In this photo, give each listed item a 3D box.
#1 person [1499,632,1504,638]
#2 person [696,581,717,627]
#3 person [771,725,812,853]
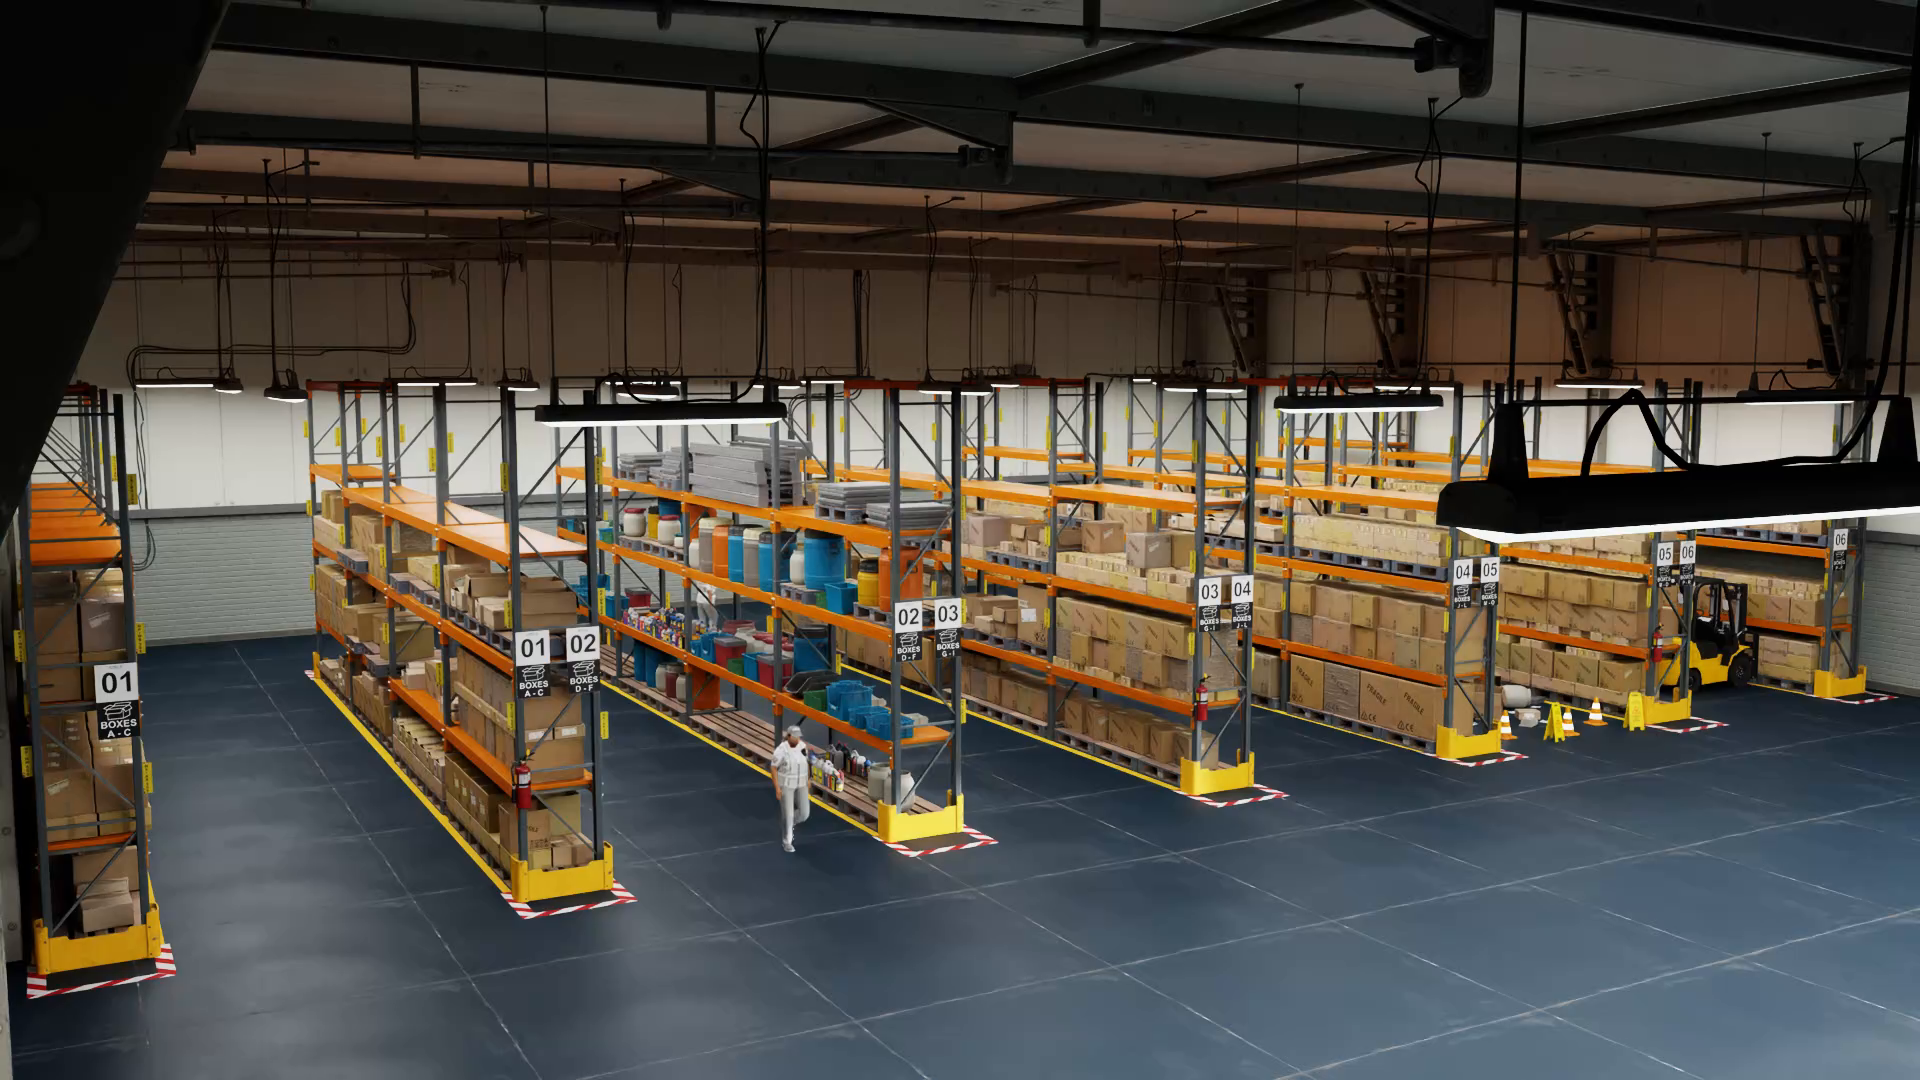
[{"bbox_3d":[11.448,1.774,34.586,0.573,1.787,0.551,-4,7,-30],"label":"person"},{"bbox_3d":[-5.745,1.465,37.773,0.588,1.792,0.573,6,8,42],"label":"person"},{"bbox_3d":[-2.228,3.215,21.777,0.571,1.647,0.592,-4,7,-34],"label":"person"}]
